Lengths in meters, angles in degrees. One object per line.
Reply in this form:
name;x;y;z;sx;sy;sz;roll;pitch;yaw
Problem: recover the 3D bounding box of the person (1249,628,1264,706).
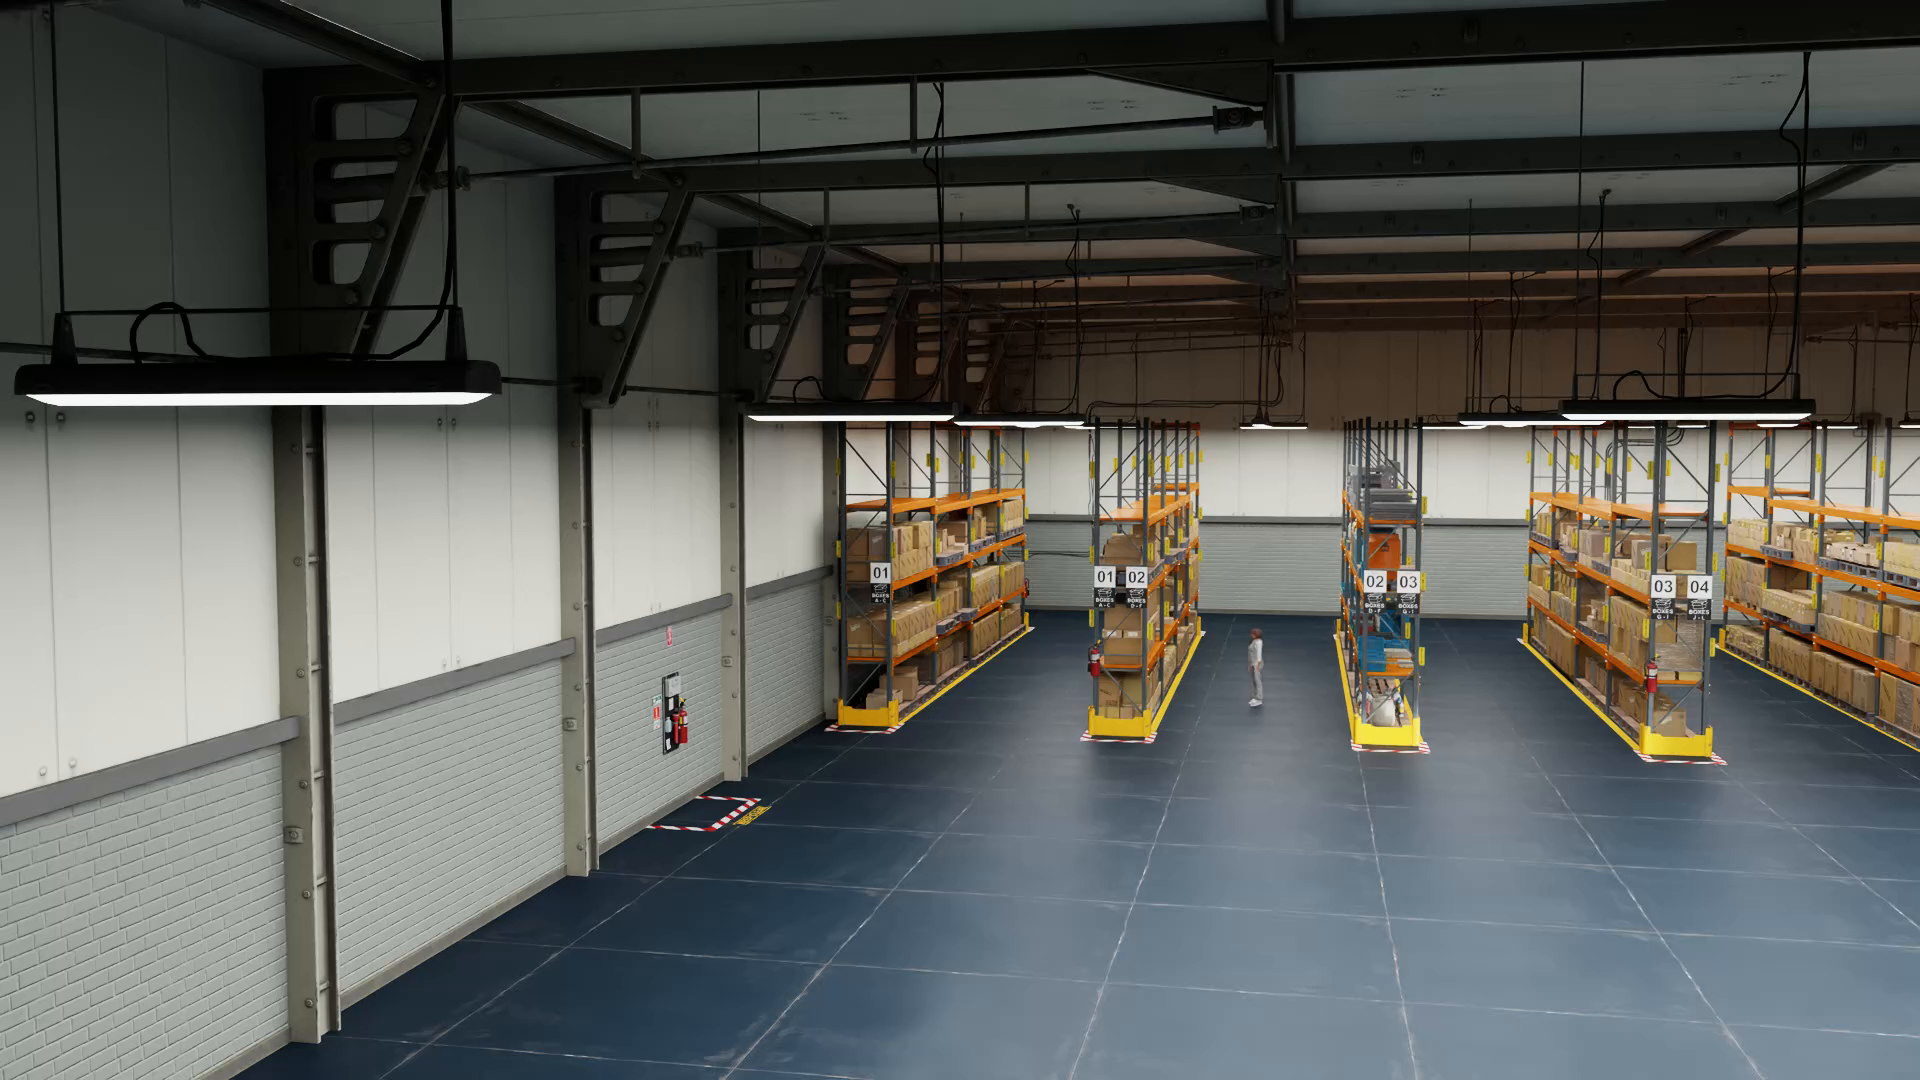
person;6.210;2.667;34.972;0.363;1.587;0.475;-1;4;-10
